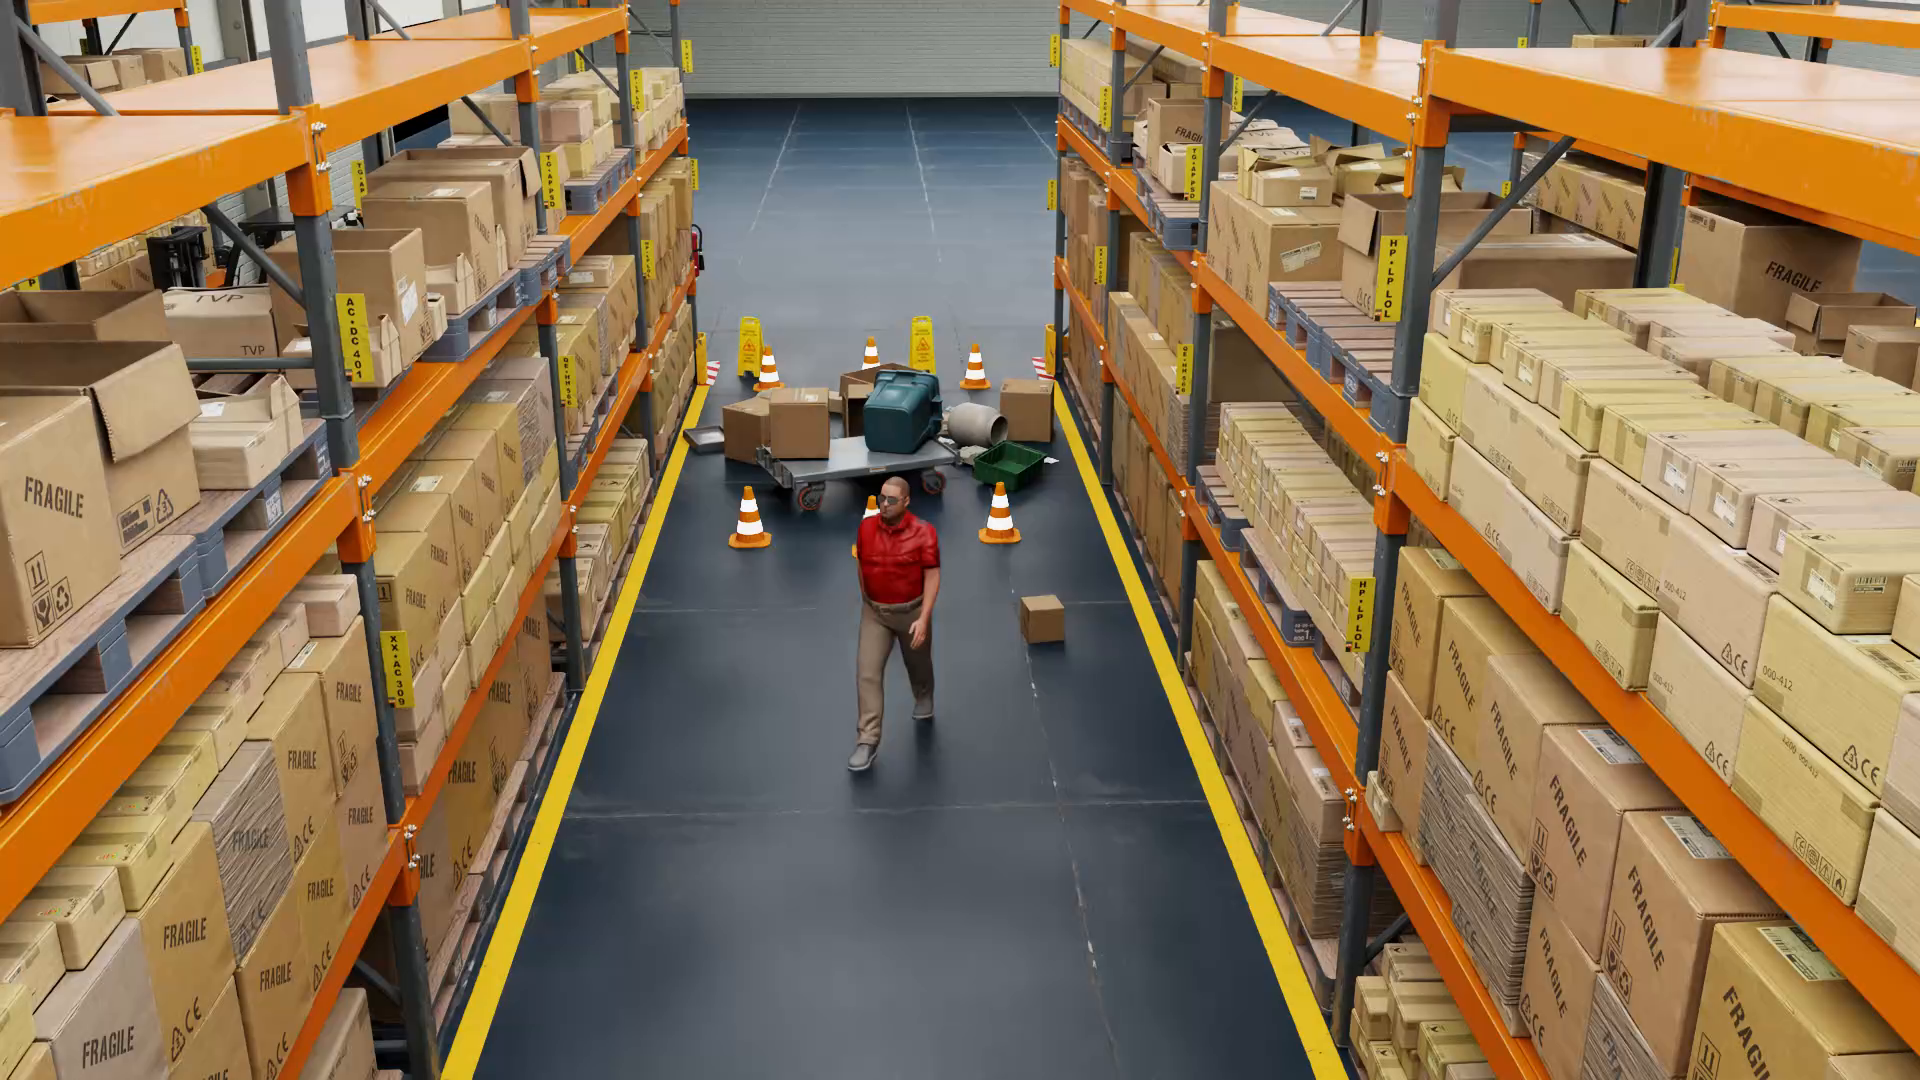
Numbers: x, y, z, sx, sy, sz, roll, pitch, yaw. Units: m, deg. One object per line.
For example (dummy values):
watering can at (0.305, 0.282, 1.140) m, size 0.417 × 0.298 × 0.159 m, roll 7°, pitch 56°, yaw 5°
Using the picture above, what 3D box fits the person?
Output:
person at (-0.386, 0.443, 9.880) m, size 0.544 × 1.662 × 1.071 m, roll 5°, pitch 21°, yaw 12°
